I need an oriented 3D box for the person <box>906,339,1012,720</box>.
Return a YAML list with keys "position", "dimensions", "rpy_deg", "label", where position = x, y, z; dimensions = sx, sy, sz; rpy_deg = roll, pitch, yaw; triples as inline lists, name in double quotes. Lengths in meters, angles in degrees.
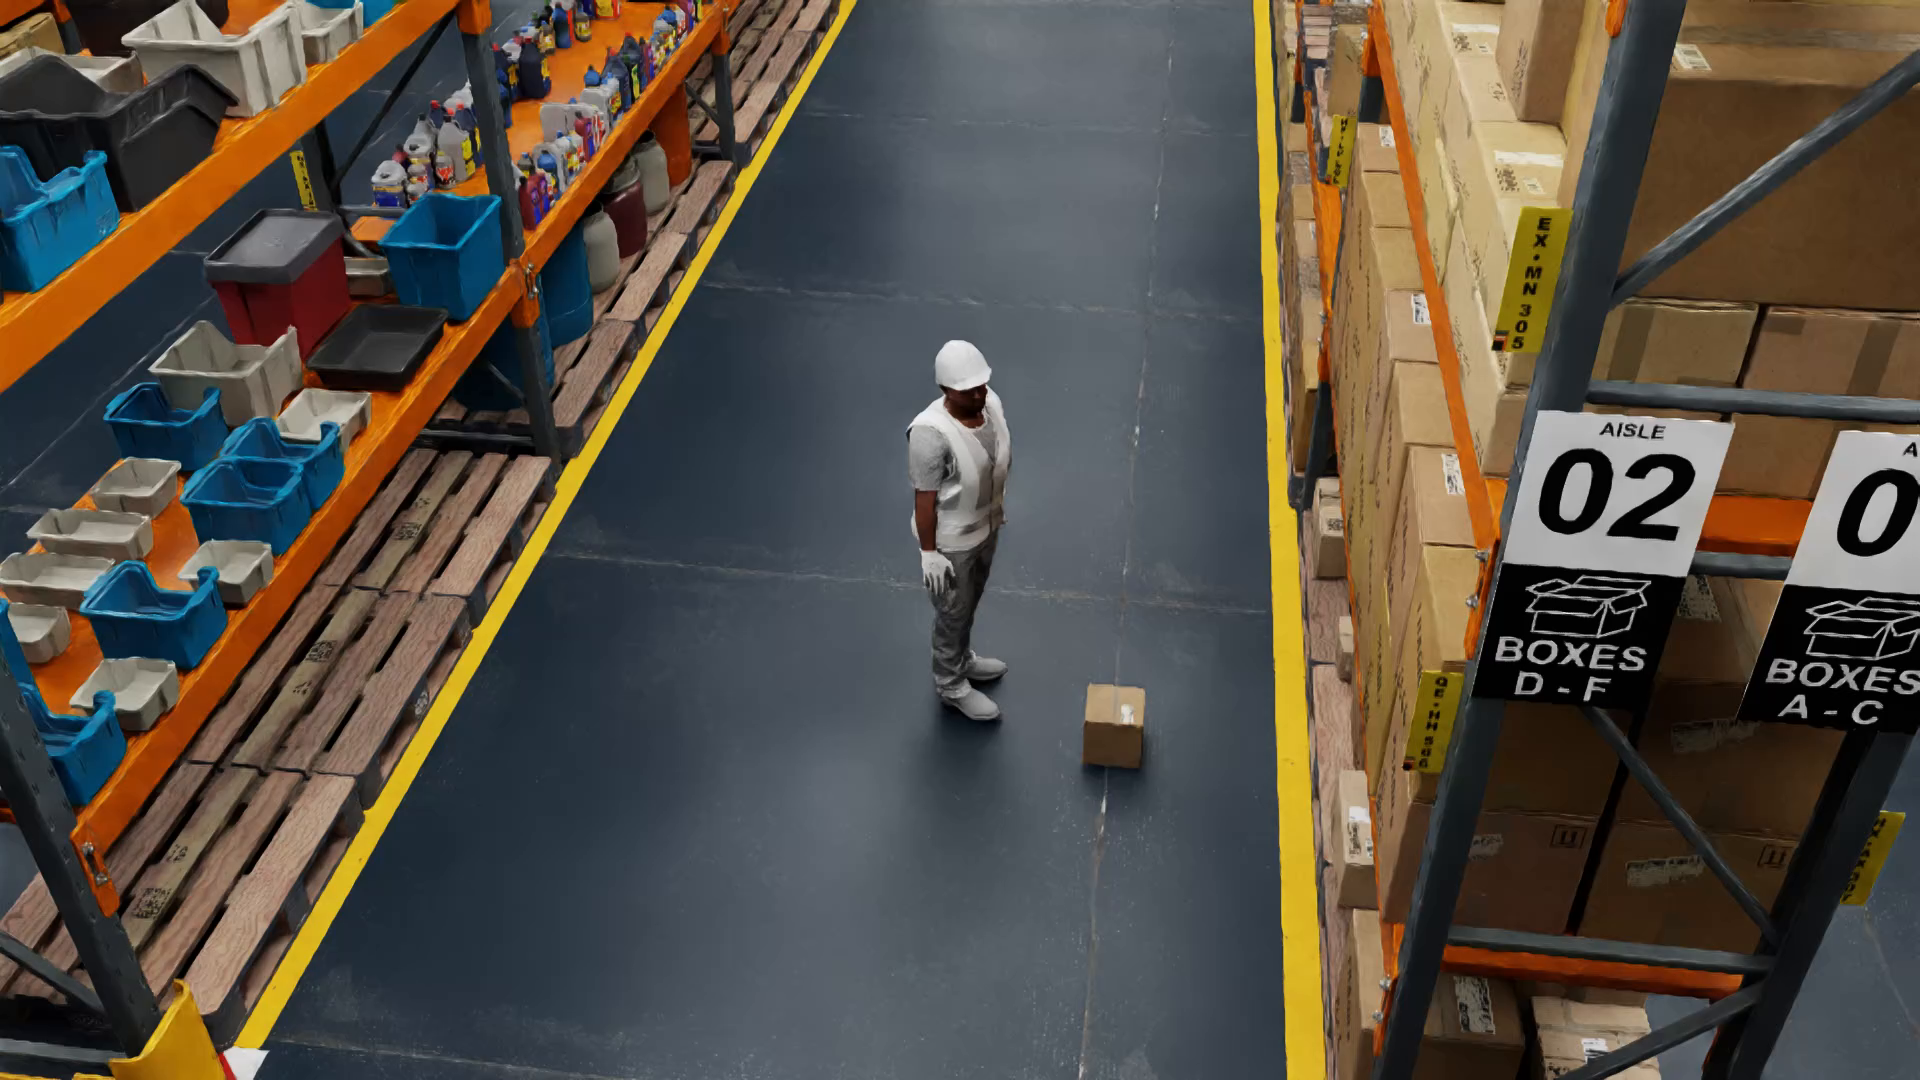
- position: [0.050, -0.048, 7.045]
  dimensions: [0.436, 1.787, 0.651]
  rpy_deg: [20, 40, 25]
  label: "person"
